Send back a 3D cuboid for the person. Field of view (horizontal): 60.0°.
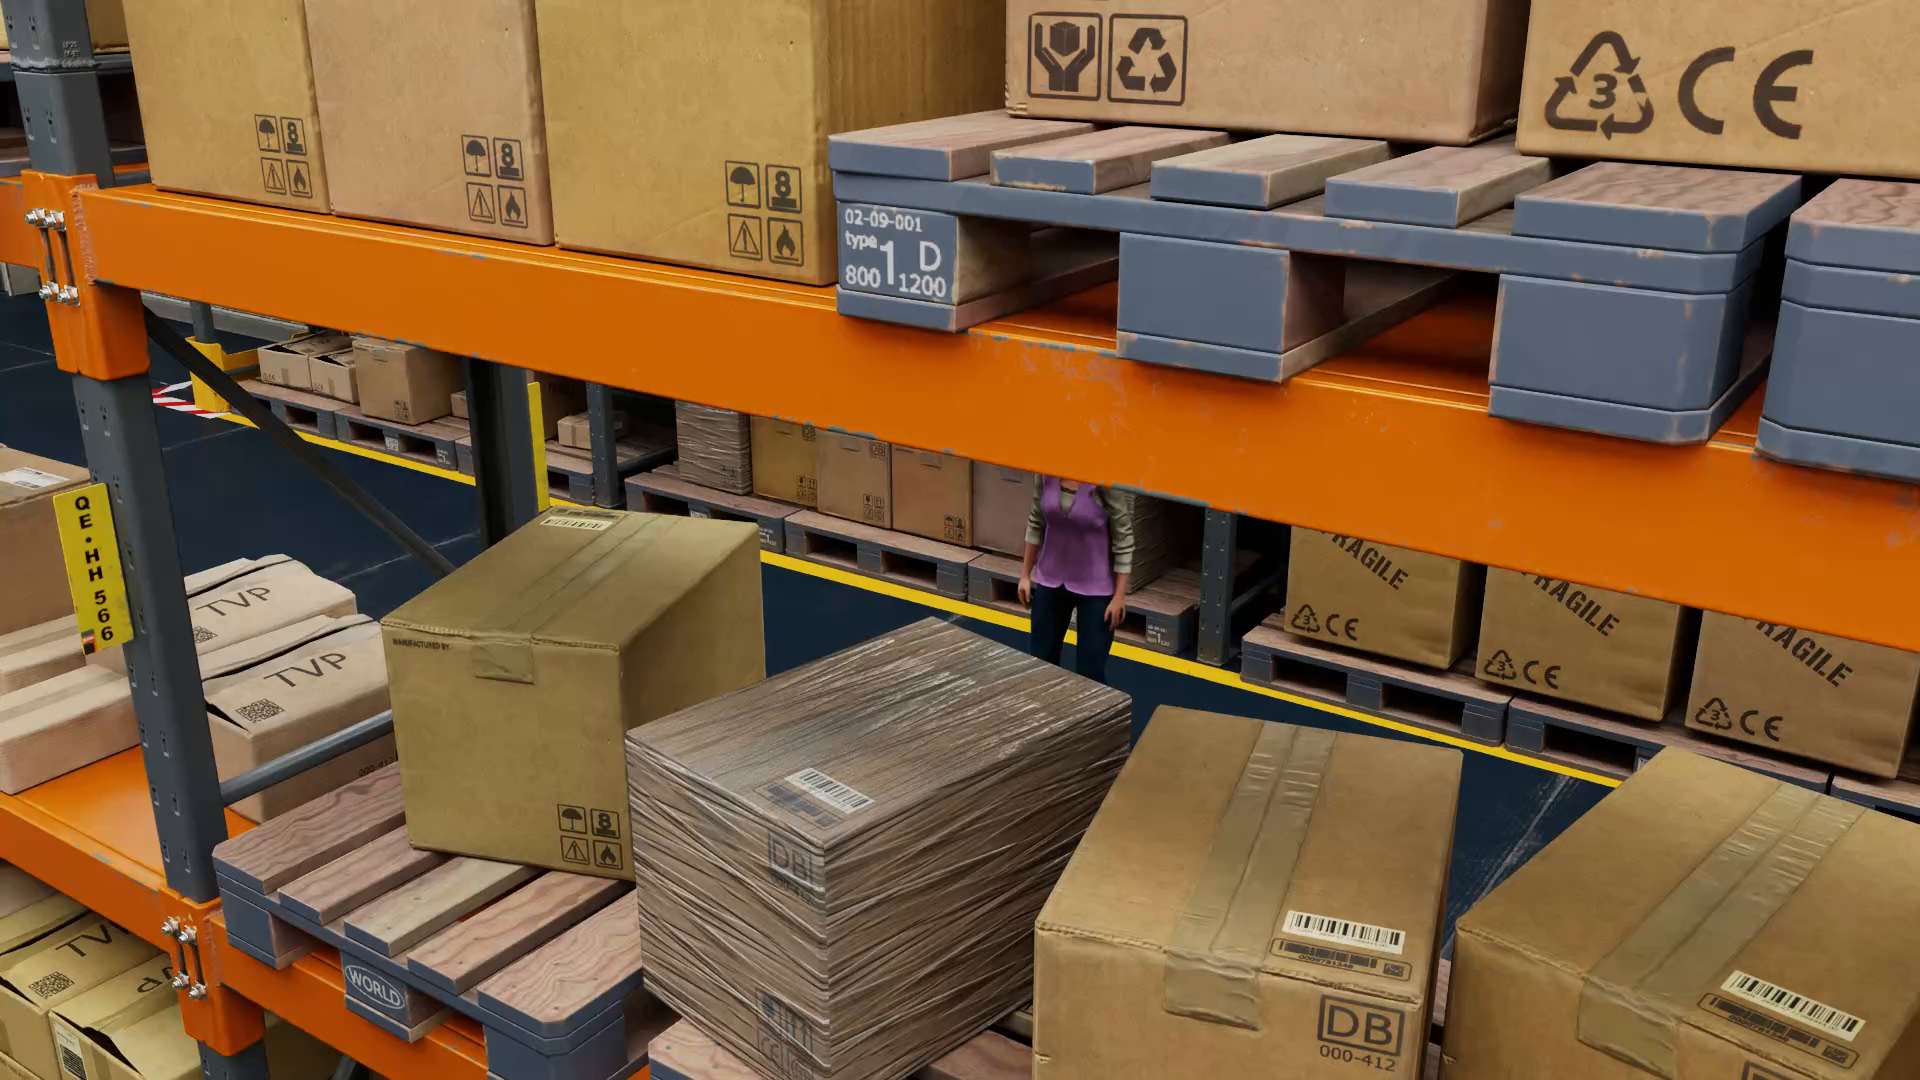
[{"bbox_3d":[0.451,0.206,6.545,0.477,1.582,0.347,12,24,30],"label":"person"}]
